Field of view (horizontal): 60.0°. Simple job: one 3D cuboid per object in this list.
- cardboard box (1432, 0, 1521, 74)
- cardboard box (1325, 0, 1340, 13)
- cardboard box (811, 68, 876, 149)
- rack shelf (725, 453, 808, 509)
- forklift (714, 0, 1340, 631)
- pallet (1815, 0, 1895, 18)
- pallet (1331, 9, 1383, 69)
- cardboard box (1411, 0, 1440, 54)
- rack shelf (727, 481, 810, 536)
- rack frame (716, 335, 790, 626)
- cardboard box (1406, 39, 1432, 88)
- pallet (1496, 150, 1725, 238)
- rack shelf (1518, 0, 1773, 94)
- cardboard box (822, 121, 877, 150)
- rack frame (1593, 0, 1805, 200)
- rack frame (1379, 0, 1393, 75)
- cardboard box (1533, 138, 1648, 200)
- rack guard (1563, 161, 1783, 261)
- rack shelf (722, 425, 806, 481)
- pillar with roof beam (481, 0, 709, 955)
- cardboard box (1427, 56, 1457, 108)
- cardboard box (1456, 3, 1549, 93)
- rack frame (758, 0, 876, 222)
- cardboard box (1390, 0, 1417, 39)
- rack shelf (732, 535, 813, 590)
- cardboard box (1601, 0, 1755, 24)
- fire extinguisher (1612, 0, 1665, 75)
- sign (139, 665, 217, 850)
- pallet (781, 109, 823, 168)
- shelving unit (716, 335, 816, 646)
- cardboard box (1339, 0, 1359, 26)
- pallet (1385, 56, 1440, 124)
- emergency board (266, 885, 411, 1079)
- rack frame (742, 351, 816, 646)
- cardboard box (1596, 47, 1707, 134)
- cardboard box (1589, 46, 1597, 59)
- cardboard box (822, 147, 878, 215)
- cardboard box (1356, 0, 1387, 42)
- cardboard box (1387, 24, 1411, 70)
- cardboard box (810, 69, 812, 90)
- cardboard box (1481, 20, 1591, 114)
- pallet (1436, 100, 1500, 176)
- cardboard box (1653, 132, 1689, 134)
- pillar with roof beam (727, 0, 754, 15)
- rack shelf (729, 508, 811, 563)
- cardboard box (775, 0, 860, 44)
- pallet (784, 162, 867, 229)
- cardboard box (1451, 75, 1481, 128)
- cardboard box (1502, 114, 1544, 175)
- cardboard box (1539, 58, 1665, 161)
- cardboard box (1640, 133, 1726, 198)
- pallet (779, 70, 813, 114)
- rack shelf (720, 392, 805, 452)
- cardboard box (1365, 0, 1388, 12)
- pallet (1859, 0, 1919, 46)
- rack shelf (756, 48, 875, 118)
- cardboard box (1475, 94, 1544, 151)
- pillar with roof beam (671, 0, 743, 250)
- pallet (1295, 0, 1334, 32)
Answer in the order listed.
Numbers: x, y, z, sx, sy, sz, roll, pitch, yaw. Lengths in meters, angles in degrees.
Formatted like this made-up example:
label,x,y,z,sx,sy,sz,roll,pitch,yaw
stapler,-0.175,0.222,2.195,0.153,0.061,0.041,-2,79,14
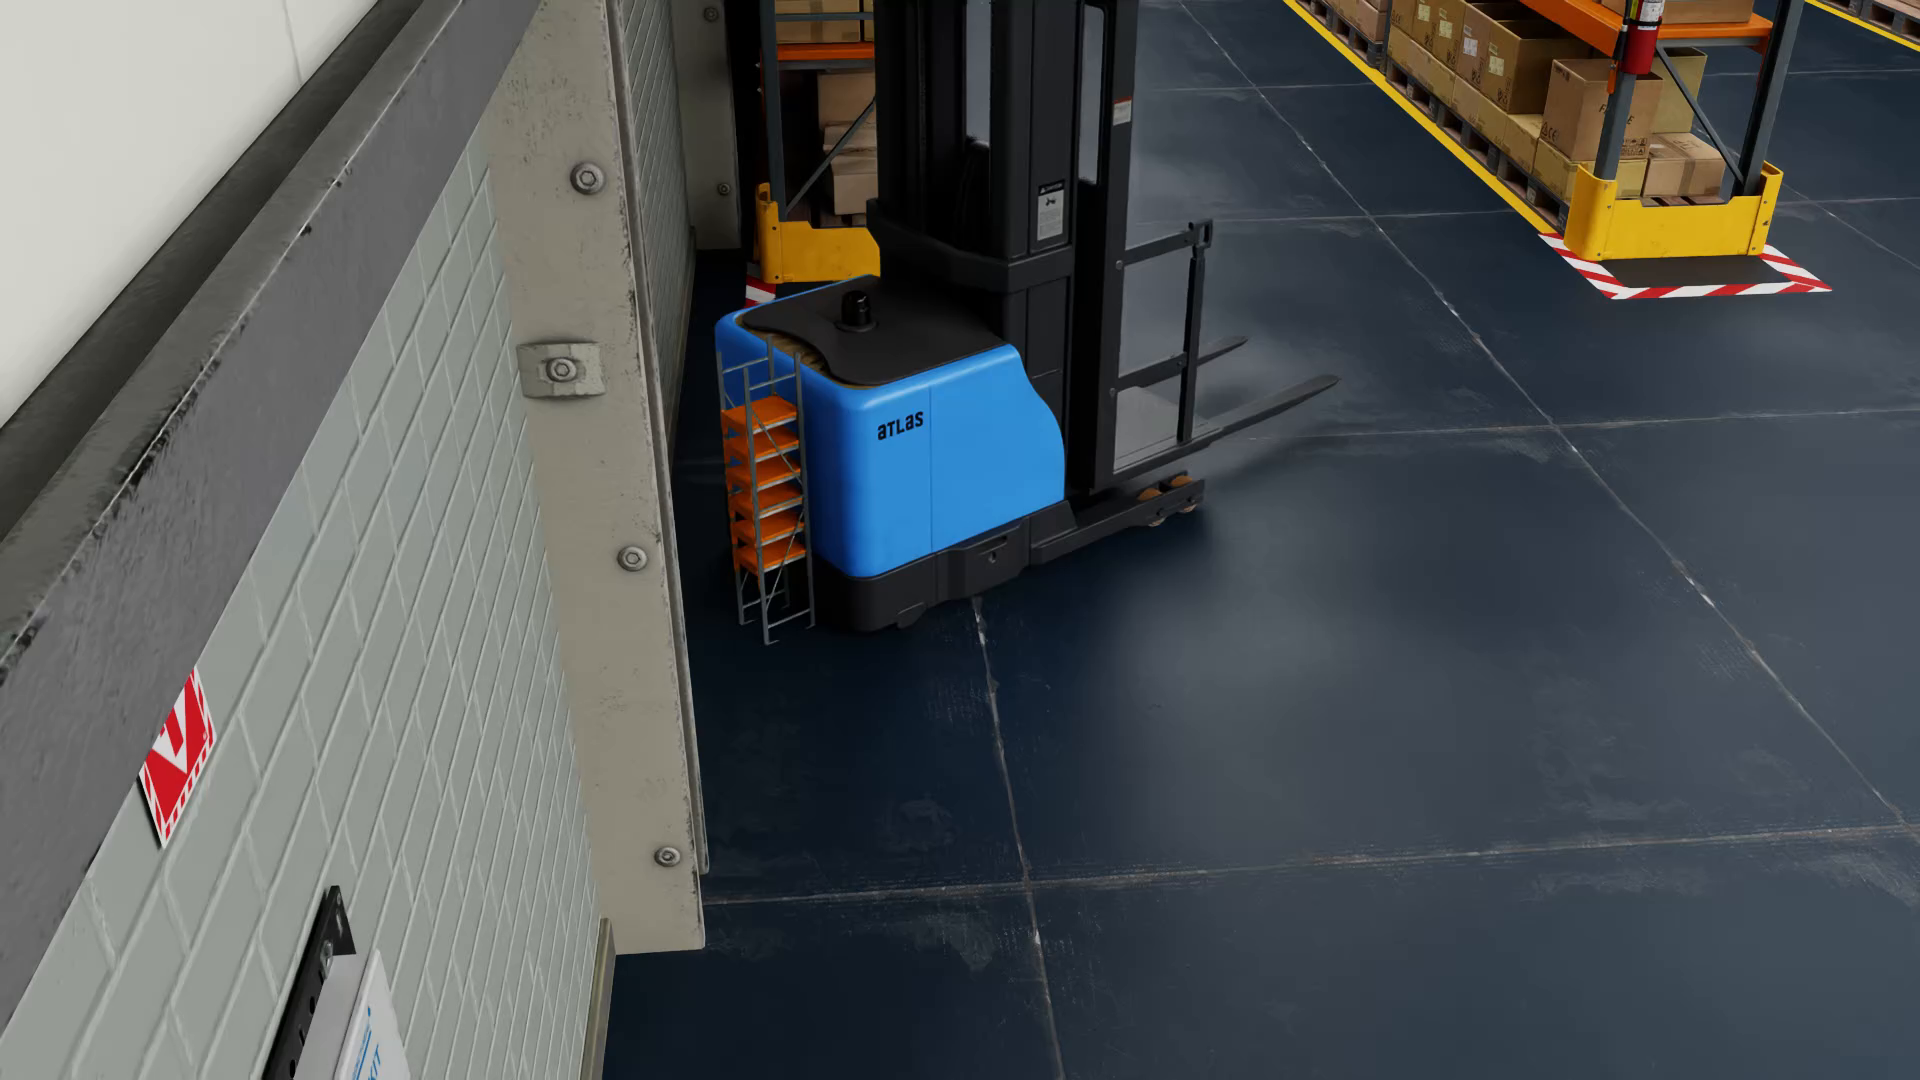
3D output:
label,x,y,z,sx,sy,sz,roll,pitch,yaw
cardboard box,3.788,-3.708,12.073,0.500,0.500,0.500,-3,31,-5
cardboard box,3.541,-4.866,14.743,0.500,0.250,0.500,-2,31,-3
cardboard box,-0.643,-3.008,11.370,0.700,0.500,0.500,-5,31,-8
rack shelf,-0.735,-0.236,6.326,0.258,0.103,0.180,-22,37,-32
forklift,0.469,-1.509,6.917,3.031,2.935,1.130,-22,37,-32
pallet,8.665,-5.210,15.767,1.003,0.211,1.213,-3,31,-5
pallet,3.855,-4.326,14.286,1.003,0.211,1.213,-3,31,-5
cardboard box,3.749,-3.964,12.501,0.500,0.500,0.500,-3,31,-5
rack shelf,-0.735,-0.133,6.387,0.258,0.103,0.180,-22,37,-32
rack frame,-0.792,-0.208,6.426,0.240,1.200,0.006,-22,37,-32
cardboard box,3.746,-3.642,12.694,0.500,0.250,0.500,-3,31,-5
pallet,4.223,-2.298,10.891,1.003,0.211,1.213,-3,31,-5
rack shelf,4.149,-3.819,11.420,1.077,0.370,4.000,-3,31,-5
cardboard box,-0.624,-2.550,10.788,0.500,0.311,0.500,0,31,0
rack frame,4.336,-3.106,9.526,1.000,3.000,0.127,-3,31,-5
rack frame,3.962,-5.149,12.945,1.000,3.000,0.127,-3,31,-5
cardboard box,3.992,-2.366,10.558,0.500,0.250,0.500,-3,31,-5
rack guard,4.338,-2.021,10.146,1.175,0.500,0.348,-3,31,-5
rack shelf,-0.736,-0.339,6.264,0.258,0.103,0.180,-22,37,-32
pillar with roof beam,3.325,-2.902,3.332,9.100,9.000,0.400,-3,31,-5
cardboard box,3.787,-3.386,12.266,0.500,0.250,0.500,-3,31,-5
cardboard box,3.836,-3.453,11.646,0.500,0.500,0.500,-3,31,-5
rack frame,-0.595,-2.867,9.125,1.000,3.000,0.127,-3,31,-5
cardboard box,3.694,-4.219,12.928,0.500,0.500,0.500,-3,31,-5
rack shelf,-0.734,0.073,6.511,0.258,0.103,0.180,-22,37,-32
cardboard box,4.305,-3.388,9.900,0.700,0.500,0.500,-3,31,-5
fire extinguisher,3.885,-2.991,9.407,0.296,0.674,0.183,-3,31,-5
sign,-0.867,0.157,1.801,0.001,0.298,0.199,-3,31,-5
pallet,-0.754,-2.747,11.643,1.003,0.211,1.213,-3,31,-5
shelving unit,-0.735,-0.171,6.365,0.258,1.200,0.189,-22,37,-32
cardboard box,3.590,-4.605,14.306,0.500,0.250,0.500,-3,31,-5
pallet,3.995,-3.544,12.977,1.003,0.211,1.213,-3,31,-5
emergency board,-0.769,1.144,2.410,0.194,1.169,0.643,-3,31,-5
rack frame,-0.678,-0.134,6.303,0.240,1.200,0.006,-22,37,-32
cardboard box,4.459,-2.968,10.834,0.500,0.500,0.500,-3,31,-5
cardboard box,4.399,-3.223,11.261,0.500,0.500,0.500,-3,31,-5
cardboard box,-0.571,-2.259,10.300,0.500,0.311,0.500,-6,31,-10
cardboard box,3.635,-4.346,13.873,0.500,0.250,0.500,-3,31,-5
cardboard box,3.704,-3.897,13.121,0.500,0.250,0.500,-3,31,-5
cardboard box,-0.832,-3.497,12.188,0.500,0.500,0.500,-5,31,-8
cardboard box,3.882,-3.198,11.219,0.500,0.500,0.500,-3,31,-5
pallet,4.112,-2.919,11.931,1.003,0.211,1.213,-3,31,-5
cardboard box,4.457,-2.646,11.026,0.500,0.250,0.500,-3,31,-5
pillar with roof beam,2.203,-9.028,13.589,9.100,9.000,0.400,-3,31,-5
rack shelf,-0.734,-0.030,6.449,0.258,0.103,0.180,-22,37,-32
cardboard box,-0.832,-3.041,9.542,0.500,0.250,0.500,-2,31,-4
pallet,-0.643,-2.125,10.602,1.003,0.211,1.213,-3,31,-5
cardboard box,3.840,-3.131,11.839,0.500,0.250,0.500,-3,31,-5
cardboard box,3.933,-2.621,10.984,0.500,0.250,0.500,-3,31,-5
cardboard box,3.990,-2.688,10.365,0.500,0.500,0.500,-3,31,-5
cardboard box,4.508,-2.391,10.599,0.500,0.250,0.500,-3,31,-5
pallet,-0.871,-3.371,12.688,1.003,0.211,1.213,-3,31,-5
rack shelf,-0.737,-0.441,6.202,0.258,0.103,0.180,-22,37,-32
cardboard box,3.639,-4.582,13.721,0.500,0.311,0.500,-3,31,-5
pallet,8.782,-4.586,14.722,1.003,0.211,1.213,-3,31,-5
rack shelf,-0.782,-3.579,11.019,1.077,0.370,4.000,-3,31,-5
cardboard box,3.885,-2.876,11.411,0.500,0.250,0.500,-3,31,-5
pillar with roof beam,2.764,-5.965,8.461,9.100,9.000,0.400,-3,31,-5
pallet,3.738,-4.950,15.331,1.003,0.211,1.213,-3,31,-5
